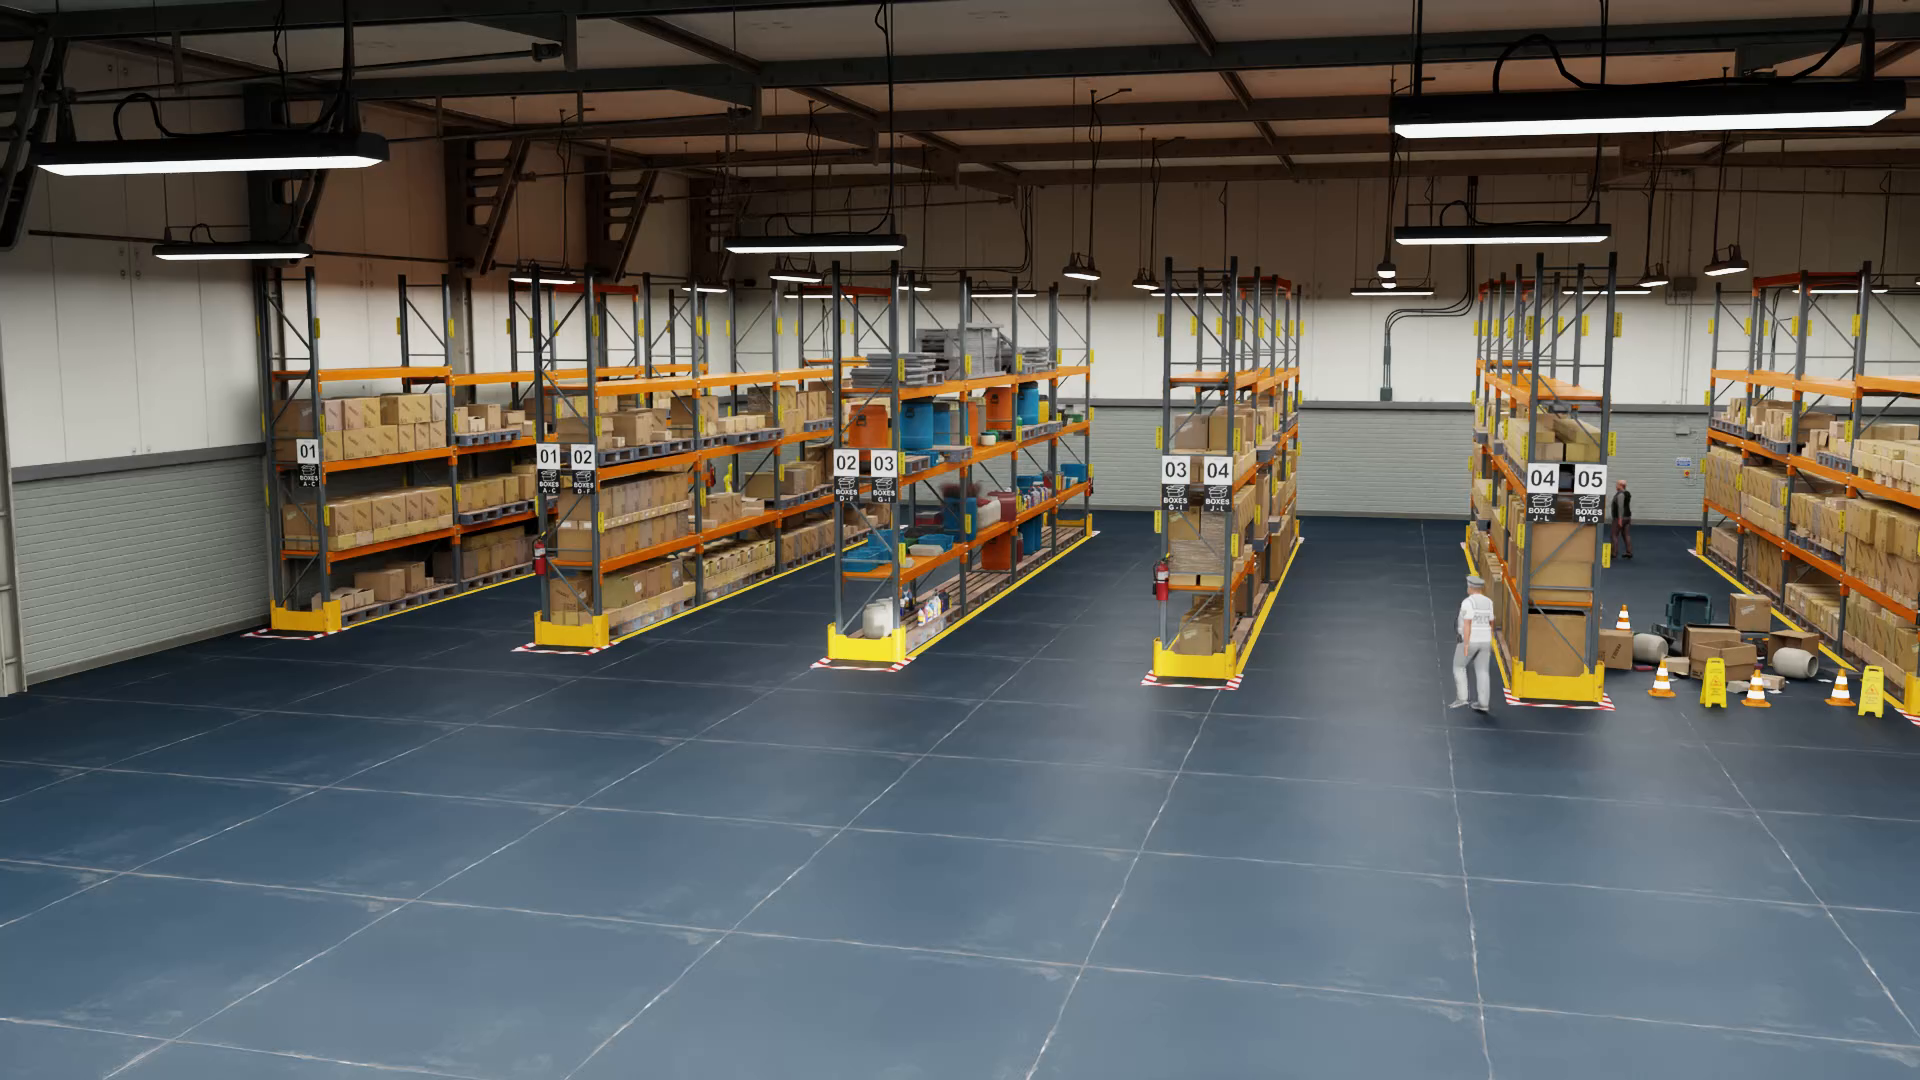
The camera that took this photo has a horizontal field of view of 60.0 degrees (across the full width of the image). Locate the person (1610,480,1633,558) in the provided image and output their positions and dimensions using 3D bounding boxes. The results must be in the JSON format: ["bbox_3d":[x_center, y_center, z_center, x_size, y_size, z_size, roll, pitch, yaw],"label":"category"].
[{"bbox_3d":[14.422,-0.442,36.309,0.548,1.744,0.616,-6,9,-38],"label":"person"}]

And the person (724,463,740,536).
[{"bbox_3d":[-5.543,-0.974,40.247,0.489,1.769,0.609,-4,8,-28],"label":"person"}]

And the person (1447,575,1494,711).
[{"bbox_3d":[6.810,1.389,21.888,0.551,1.807,0.564,-2,7,-13],"label":"person"}]
